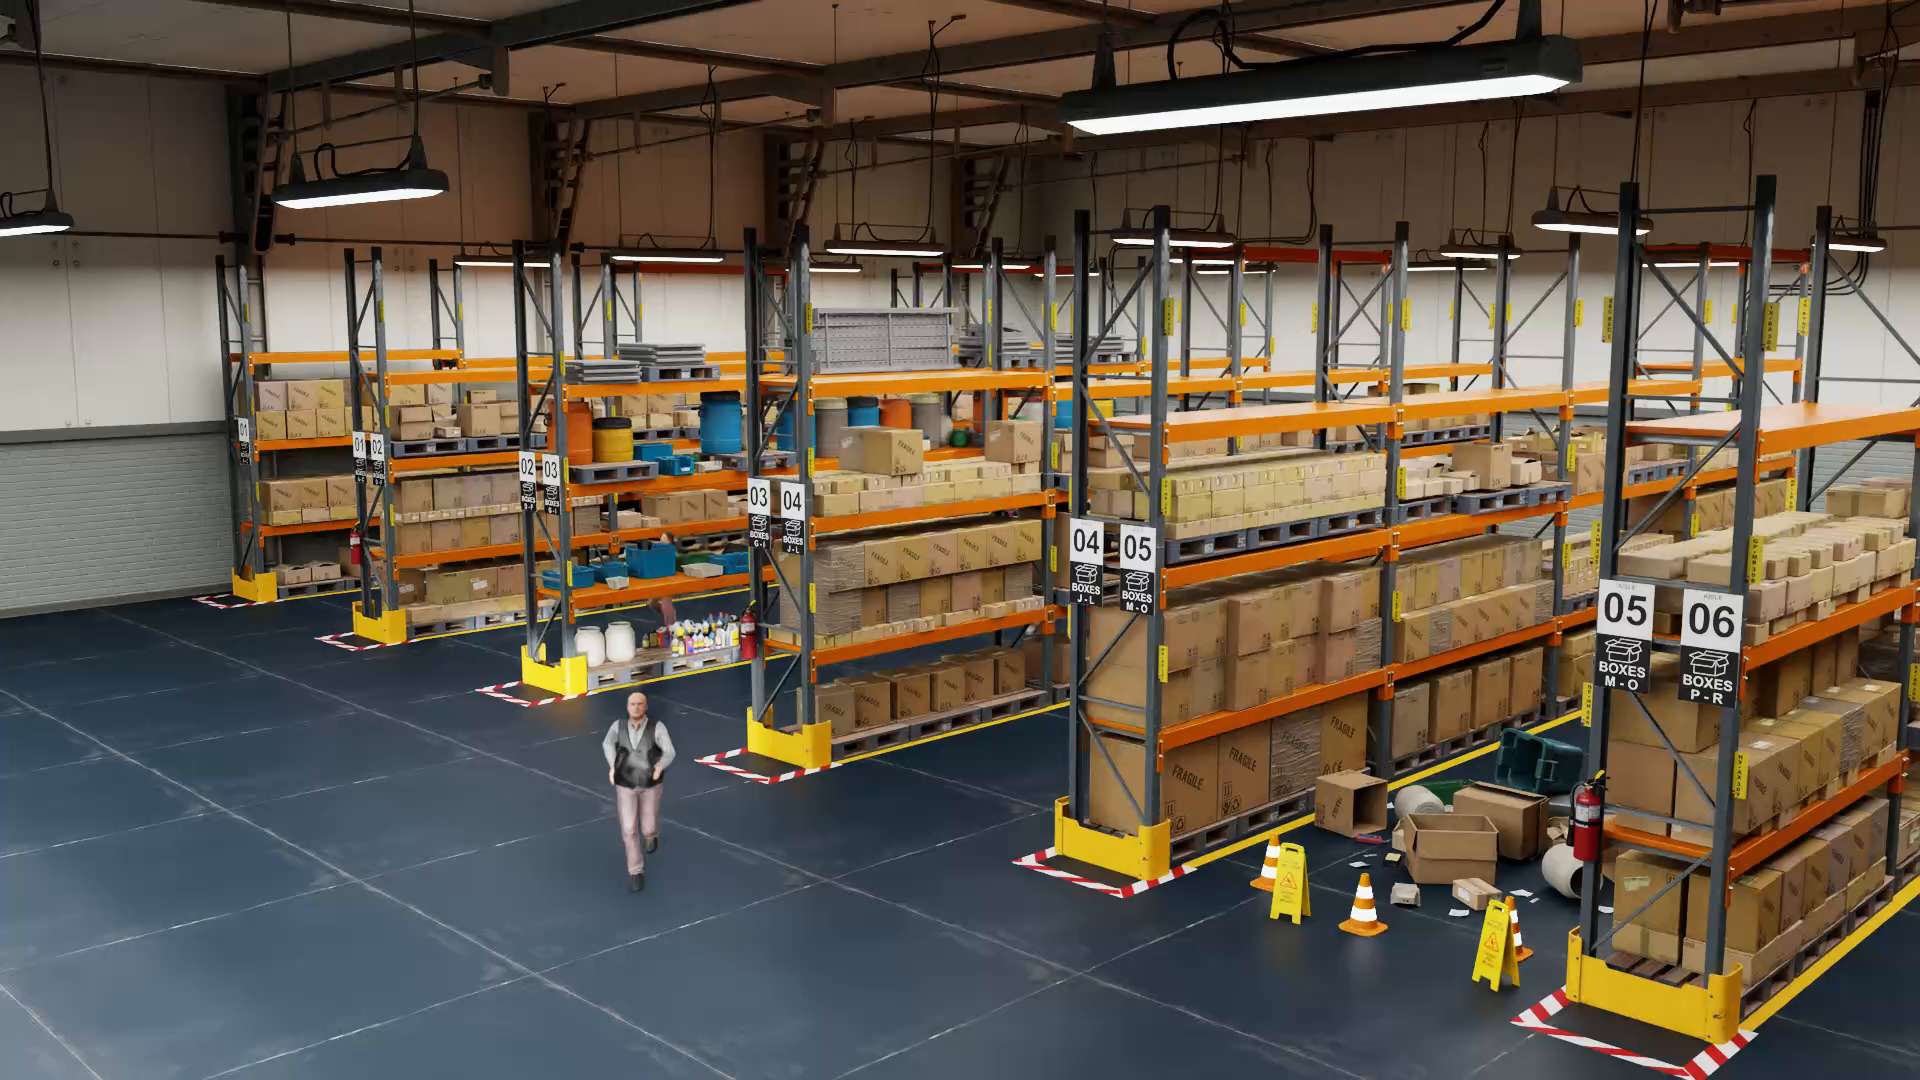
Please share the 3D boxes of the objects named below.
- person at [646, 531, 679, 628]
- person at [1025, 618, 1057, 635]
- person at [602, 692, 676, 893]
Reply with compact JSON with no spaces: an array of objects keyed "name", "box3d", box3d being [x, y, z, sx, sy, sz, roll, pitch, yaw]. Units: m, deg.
[{"name":"person","box3d":[-4.603,0.675,25.845,0.580,1.622,0.539,6,10,38]},{"name":"person","box3d":[1.223,0.494,24.665,0.714,1.826,1.004,5,10,33]},{"name":"person","box3d":[-2.899,2.219,15.021,0.662,1.719,0.875,-1,8,-5]}]
